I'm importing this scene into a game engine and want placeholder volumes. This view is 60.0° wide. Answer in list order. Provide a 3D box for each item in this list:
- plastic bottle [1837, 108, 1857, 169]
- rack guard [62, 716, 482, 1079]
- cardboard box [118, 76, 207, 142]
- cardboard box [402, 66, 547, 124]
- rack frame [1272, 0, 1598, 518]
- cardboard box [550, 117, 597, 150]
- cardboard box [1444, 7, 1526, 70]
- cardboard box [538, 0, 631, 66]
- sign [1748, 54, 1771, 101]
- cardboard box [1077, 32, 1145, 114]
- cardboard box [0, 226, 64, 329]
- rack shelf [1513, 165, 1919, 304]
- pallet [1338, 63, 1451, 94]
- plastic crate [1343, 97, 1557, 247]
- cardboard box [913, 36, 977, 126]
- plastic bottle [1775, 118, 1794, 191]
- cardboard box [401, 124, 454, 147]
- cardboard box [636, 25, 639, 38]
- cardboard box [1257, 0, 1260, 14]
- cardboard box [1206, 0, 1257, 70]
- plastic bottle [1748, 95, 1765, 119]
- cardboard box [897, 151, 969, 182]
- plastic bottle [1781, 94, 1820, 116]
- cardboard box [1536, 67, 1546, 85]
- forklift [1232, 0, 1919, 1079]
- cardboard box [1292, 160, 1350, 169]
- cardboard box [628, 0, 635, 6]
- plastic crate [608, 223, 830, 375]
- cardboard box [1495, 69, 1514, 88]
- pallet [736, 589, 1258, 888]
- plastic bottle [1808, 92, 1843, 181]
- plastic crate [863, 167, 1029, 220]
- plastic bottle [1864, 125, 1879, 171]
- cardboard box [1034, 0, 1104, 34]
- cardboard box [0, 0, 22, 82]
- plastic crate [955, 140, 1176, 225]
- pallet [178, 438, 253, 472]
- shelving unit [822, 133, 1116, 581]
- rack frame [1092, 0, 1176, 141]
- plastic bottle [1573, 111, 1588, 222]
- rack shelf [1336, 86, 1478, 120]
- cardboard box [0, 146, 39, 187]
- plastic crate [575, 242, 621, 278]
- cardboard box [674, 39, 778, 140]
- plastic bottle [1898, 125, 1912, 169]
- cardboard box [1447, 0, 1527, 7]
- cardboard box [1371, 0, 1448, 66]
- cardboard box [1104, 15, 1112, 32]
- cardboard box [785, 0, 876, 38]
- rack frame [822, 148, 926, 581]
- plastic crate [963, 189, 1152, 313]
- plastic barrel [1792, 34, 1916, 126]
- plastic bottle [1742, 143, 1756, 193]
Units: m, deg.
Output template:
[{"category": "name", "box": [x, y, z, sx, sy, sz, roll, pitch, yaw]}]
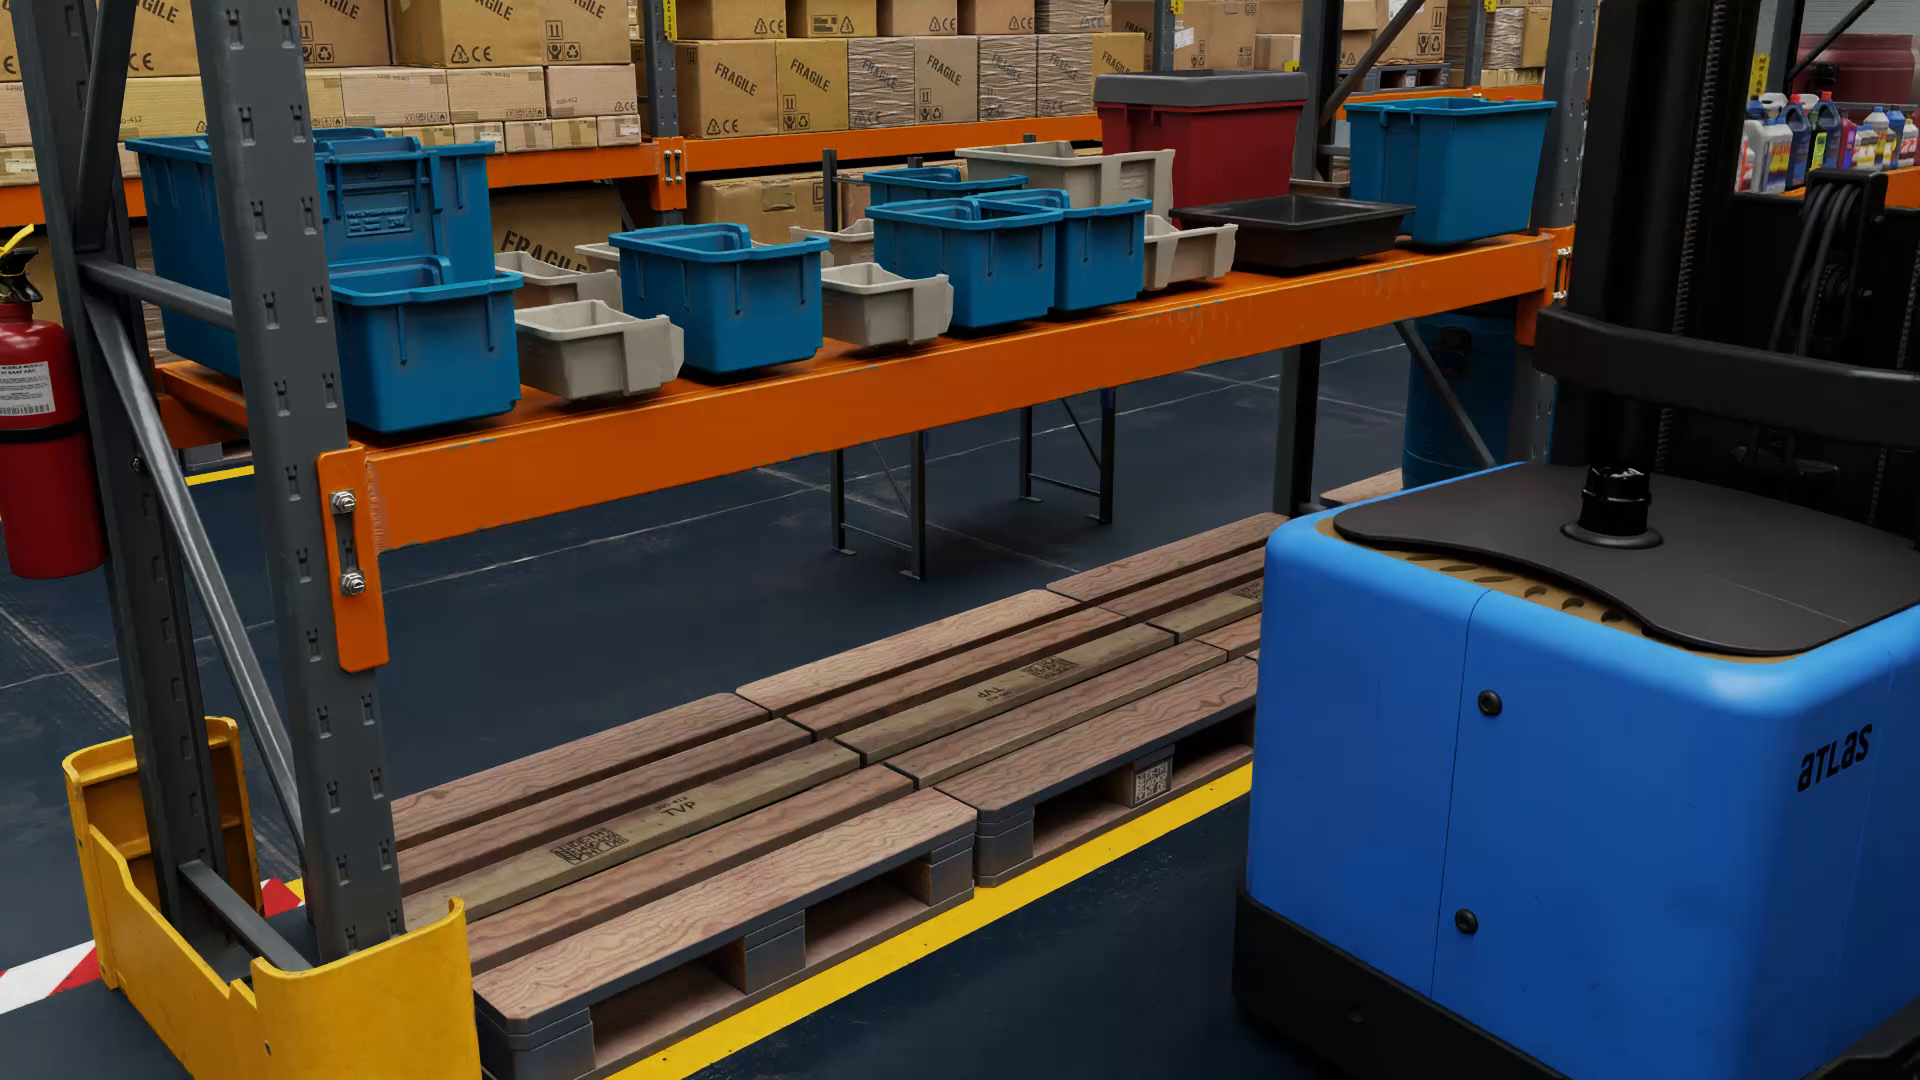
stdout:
[{"category": "plastic bottle", "box": [3.627, -1.628, 6.833, 0.133, 0.283, 0.061, -16, 24, -41]}, {"category": "rack guard", "box": [-1.363, 0.785, 3.253, 0.348, 0.500, 1.175, -16, 24, -41]}, {"category": "cardboard box", "box": [-3.483, -1.851, 7.090, 0.500, 0.250, 0.500, 17, 25, 42]}, {"category": "cardboard box", "box": [-2.366, -2.177, 8.097, 0.500, 0.250, 0.500, -15, 23, -39]}, {"category": "rack frame", "box": [1.552, -1.260, 5.507, 0.127, 3.000, 1.000, -16, 24, -41]}, {"category": "cardboard box", "box": [-2.035, -2.057, 8.374, 0.250, 0.149, 0.380, -16, 24, -40]}, {"category": "cardboard box", "box": [4.331, -4.335, 14.348, 0.500, 0.500, 0.875, -16, 24, -41]}, {"category": "cardboard box", "box": [-2.002, -2.639, 8.306, 0.500, 0.500, 0.500, -15, 23, -39]}, {"category": "sign", "box": [4.075, -2.307, 8.471, 0.005, 0.325, 0.100, -16, 24, -41]}, {"category": "cardboard box", "box": [0.867, -3.105, 11.035, 0.500, 0.500, 0.500, -15, 23, -39]}, {"category": "cardboard box", "box": [-4.348, -0.865, 7.052, 0.875, 0.875, 0.875, -16, 24, -41]}, {"category": "rack shelf", "box": [3.005, -1.341, 6.925, 4.000, 0.370, 1.077, -16, 24, -41]}, {"category": "pallet", "box": [3.306, -3.844, 13.789, 1.213, 0.211, 1.003, -16, 24, -41]}, {"category": "plastic crate", "box": [1.447, -1.105, 4.959, 0.575, 0.384, 0.392, -16, 24, -41]}, {"category": "cardboard box", "box": [-0.245, -2.782, 10.040, 0.500, 0.500, 0.500, -16, 24, -40]}, {"category": "plastic bottle", "box": [3.165, -1.496, 6.443, 0.097, 0.271, 0.097, 0, 18, 0]}, {"category": "cardboard box", "box": [-2.595, -1.894, 7.870, 0.250, 0.149, 0.380, -16, 24, -40]}, {"category": "cardboard box", "box": [-2.708, -4.252, 13.980, 0.250, 0.149, 0.380, -16, 24, -40]}, {"category": "cardboard box", "box": [3.237, -6.560, 19.862, 0.550, 0.550, 0.875, -16, 24, -41]}, {"category": "cardboard box", "box": [1.757, -3.729, 12.279, 0.500, 0.500, 0.700, -12, 22, -33]}, {"category": "plastic bottle", "box": [3.818, -2.008, 8.024, 0.097, 0.271, 0.097, 0, 18, 0]}, {"category": "cardboard box", "box": [-0.114, -2.078, 10.793, 0.875, 0.875, 1.225, -16, 24, -41]}, {"category": "plastic bottle", "box": [4.026, -1.995, 7.975, 0.135, 0.276, 0.152, -16, 24, -41]}, {"category": "cardboard box", "box": [5.063, -4.132, 14.772, 0.250, 0.149, 0.380, -16, 24, -41]}, {"category": "forklift", "box": [2.043, -0.556, 3.448, 3.031, 2.935, 1.130, -13, 22, -35]}, {"category": "cardboard box", "box": [3.141, -2.863, 13.791, 0.500, 0.500, 0.700, -16, 24, -41]}, {"category": "cardboard box", "box": [-4.144, -6.201, 19.421, 0.500, 0.500, 0.500, 17, 24, 42]}, {"category": "plastic crate", "box": [-0.471, -0.479, 3.273, 0.300, 0.233, 0.416, -16, 24, -41]}, {"category": "cardboard box", "box": [4.515, -3.974, 14.284, 0.250, 0.149, 0.380, -16, 24, -41]}, {"category": "pallet", "box": [0.157, 0.491, 4.628, 1.213, 0.211, 1.003, -16, 24, -41]}, {"category": "plastic bottle", "box": [3.482, -1.636, 6.747, 0.185, 0.351, 0.144, -16, 24, -41]}, {"category": "plastic crate", "box": [-0.039, -0.854, 4.428, 0.300, 0.233, 0.416, -16, 24, -41]}, {"category": "plastic bottle", "box": [3.839, -1.659, 7.060, 0.097, 0.201, 0.097, 0, 18, 0]}, {"category": "cardboard box", "box": [0.513, -3.591, 10.907, 0.637, 0.503, 0.797, -15, 23, -39]}, {"category": "cardboard box", "box": [-3.860, -2.096, 6.631, 0.500, 0.500, 0.500, -17, 25, -42]}, {"category": "plastic crate", "box": [0.315, -0.950, 4.645, 0.530, 0.282, 0.437, -16, 24, -41]}, {"category": "pallet", "box": [-3.344, -0.640, 8.116, 1.213, 0.211, 1.003, -16, 24, -41]}, {"category": "shelving unit", "box": [0.062, -0.732, 6.309, 1.048, 1.500, 0.538, -16, 24, -41]}, {"category": "rack frame", "box": [1.055, -3.217, 11.544, 0.127, 3.000, 1.000, -16, 24, -41]}, {"category": "plastic bottle", "box": [2.059, -1.247, 5.547, 0.185, 0.351, 0.144, -16, 24, -41]}, {"category": "rack shelf", "box": [2.508, -3.299, 12.962, 4.000, 0.370, 1.077, -16, 24, -41]}, {"category": "cardboard box", "box": [-3.902, -1.513, 6.695, 0.250, 0.149, 0.380, -17, 25, -42]}, {"category": "plastic crate", "box": [-0.666, -0.587, 3.761, 0.243, 0.136, 0.396, -16, 24, -41]}, {"category": "cardboard box", "box": [-1.345, -2.459, 9.042, 0.500, 0.500, 0.500, -16, 24, -41]}, {"category": "plastic bottle", "box": [4.122, -1.742, 7.315, 0.097, 0.201, 0.097, 0, 18, 0]}, {"category": "cardboard box", "box": [4.463, -4.768, 14.061, 0.500, 0.500, 0.500, -16, 24, -41]}, {"category": "cardboard box", "box": [3.288, -4.413, 13.579, 1.000, 1.000, 1.000, -16, 24, -40]}, {"category": "cardboard box", "box": [1.271, -5.472, 18.254, 0.550, 0.550, 0.875, -16, 24, -41]}, {"category": "cardboard box", "box": [-0.886, -3.174, 9.624, 0.637, 0.503, 0.797, -16, 24, -40]}, {"category": "rack frame", "box": [-0.307, -0.624, 5.977, 0.032, 1.500, 0.500, -16, 24, -41]}, {"category": "plastic crate", "box": [0.225, -0.682, 3.899, 0.300, 0.233, 0.416, -16, 24, -41]}, {"category": "plastic barrel", "box": [4.587, -2.338, 8.612, 0.708, 0.536, 0.600, -16, 24, -41]}, {"category": "plastic bottle", "box": [2.925, -1.393, 6.238, 0.097, 0.201, 0.097, 0, 18, 0]}]
